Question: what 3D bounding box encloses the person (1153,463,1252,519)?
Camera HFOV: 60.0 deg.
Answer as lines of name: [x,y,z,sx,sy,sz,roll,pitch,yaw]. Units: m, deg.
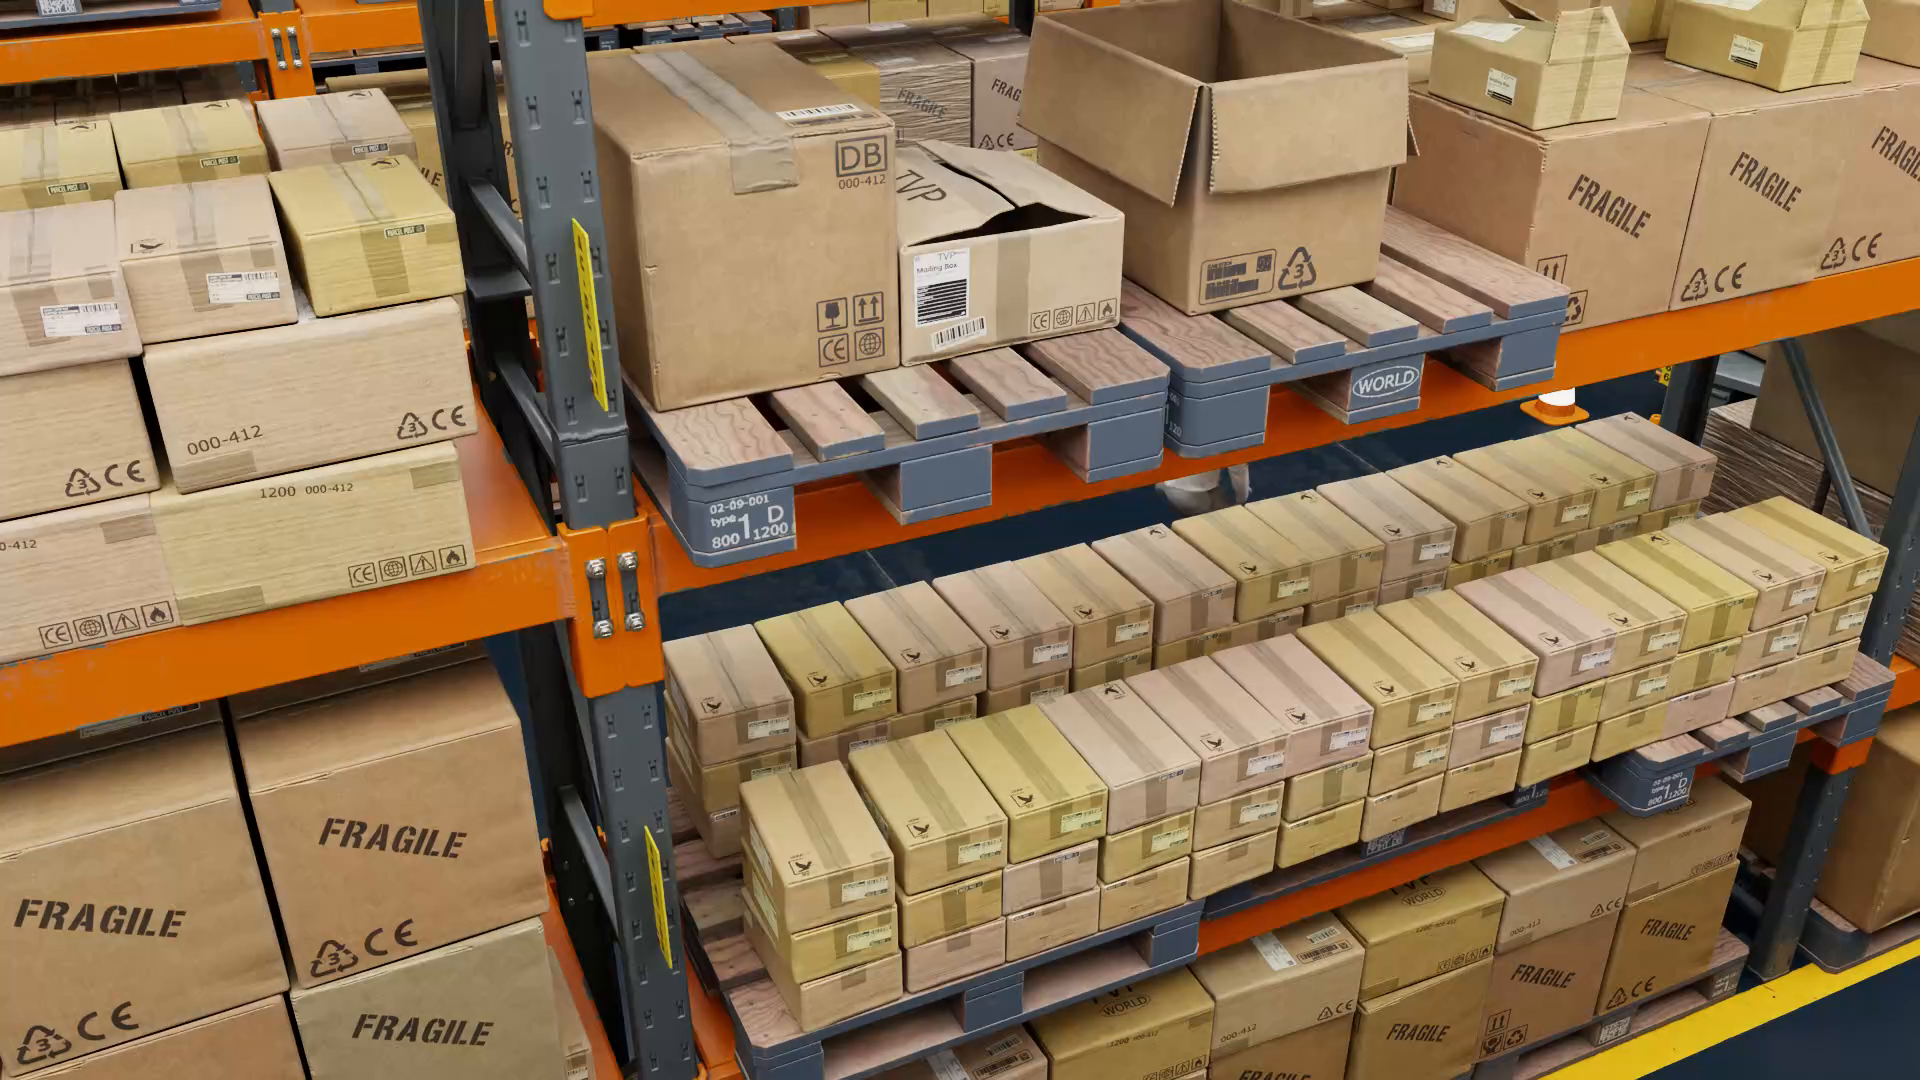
person: [1.143,-0.310,7.792,0.548,1.559,0.520,-13,32,-21]
